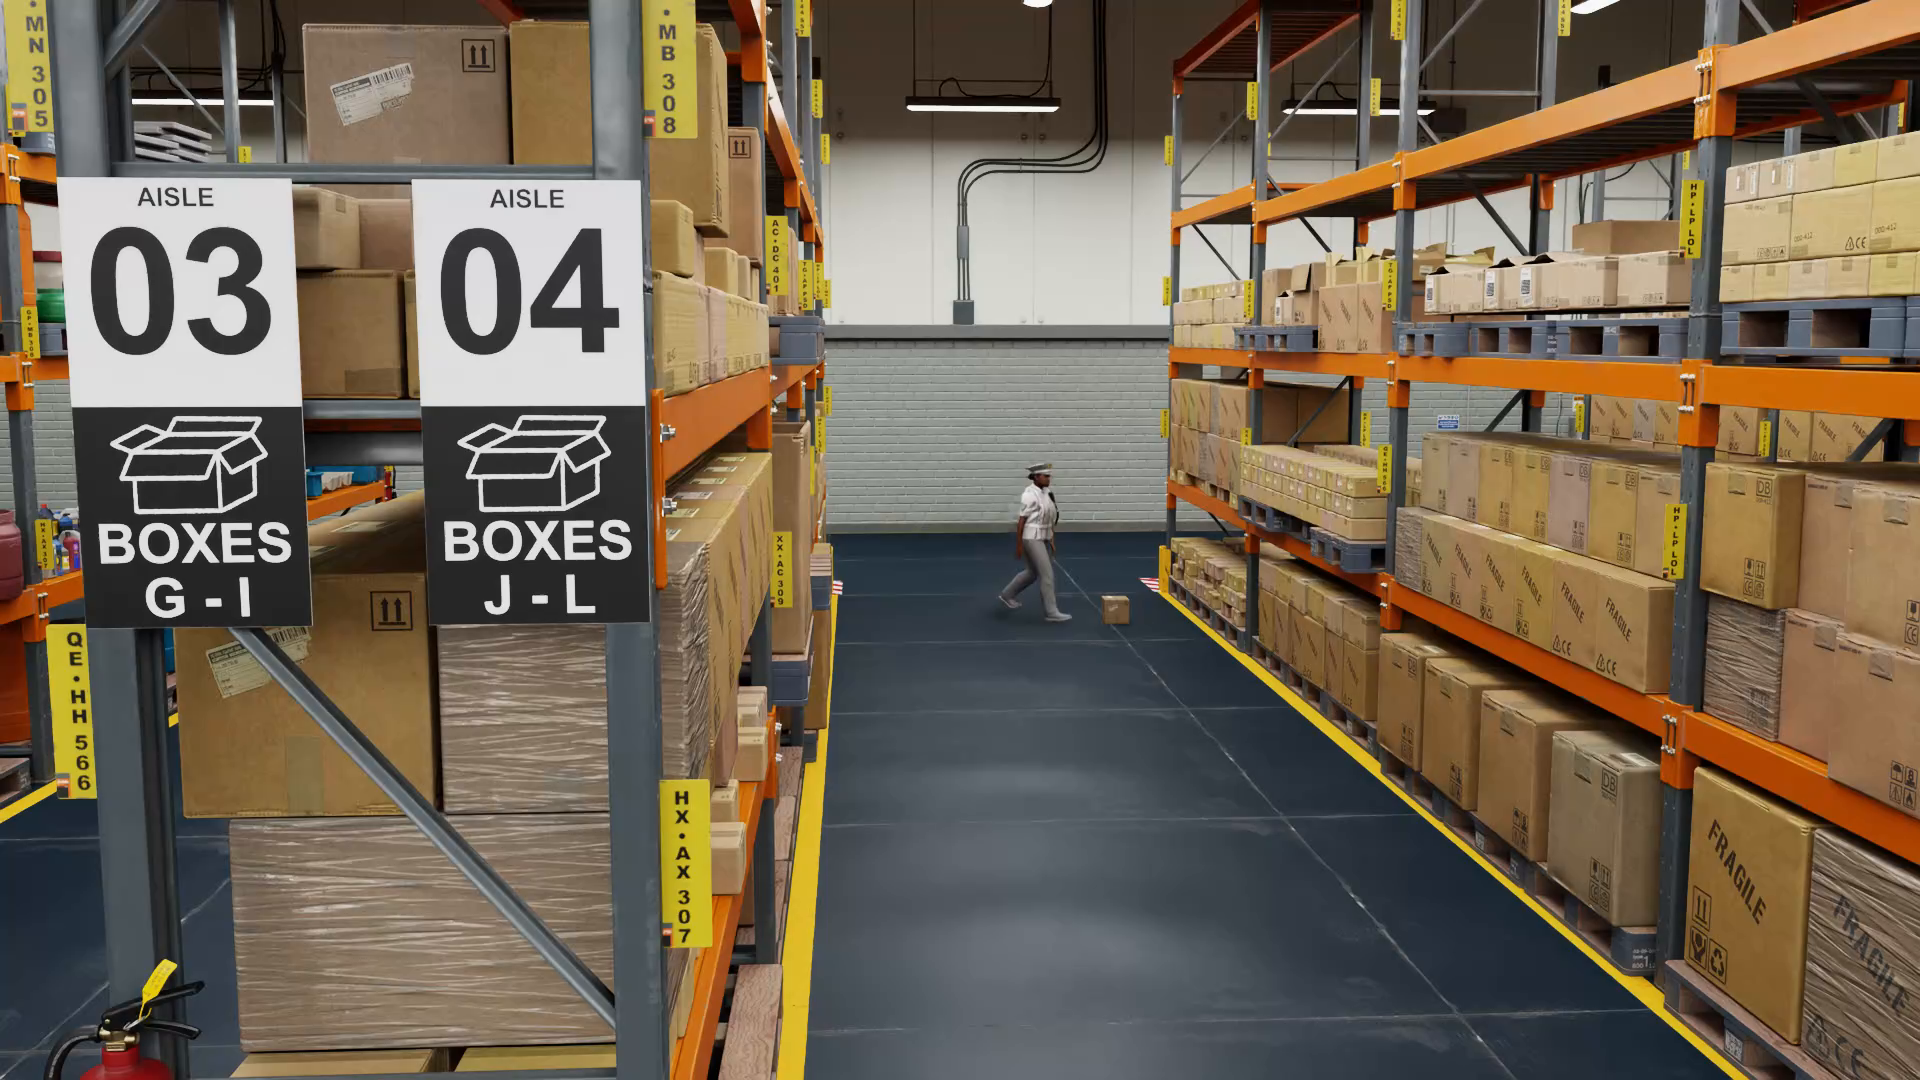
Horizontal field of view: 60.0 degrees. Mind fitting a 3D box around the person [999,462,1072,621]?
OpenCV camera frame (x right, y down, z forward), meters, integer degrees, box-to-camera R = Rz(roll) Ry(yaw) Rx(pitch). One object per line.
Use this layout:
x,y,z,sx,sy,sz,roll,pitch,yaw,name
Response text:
0.767,-0.003,17.236,0.968,1.627,0.462,4,8,31,person
